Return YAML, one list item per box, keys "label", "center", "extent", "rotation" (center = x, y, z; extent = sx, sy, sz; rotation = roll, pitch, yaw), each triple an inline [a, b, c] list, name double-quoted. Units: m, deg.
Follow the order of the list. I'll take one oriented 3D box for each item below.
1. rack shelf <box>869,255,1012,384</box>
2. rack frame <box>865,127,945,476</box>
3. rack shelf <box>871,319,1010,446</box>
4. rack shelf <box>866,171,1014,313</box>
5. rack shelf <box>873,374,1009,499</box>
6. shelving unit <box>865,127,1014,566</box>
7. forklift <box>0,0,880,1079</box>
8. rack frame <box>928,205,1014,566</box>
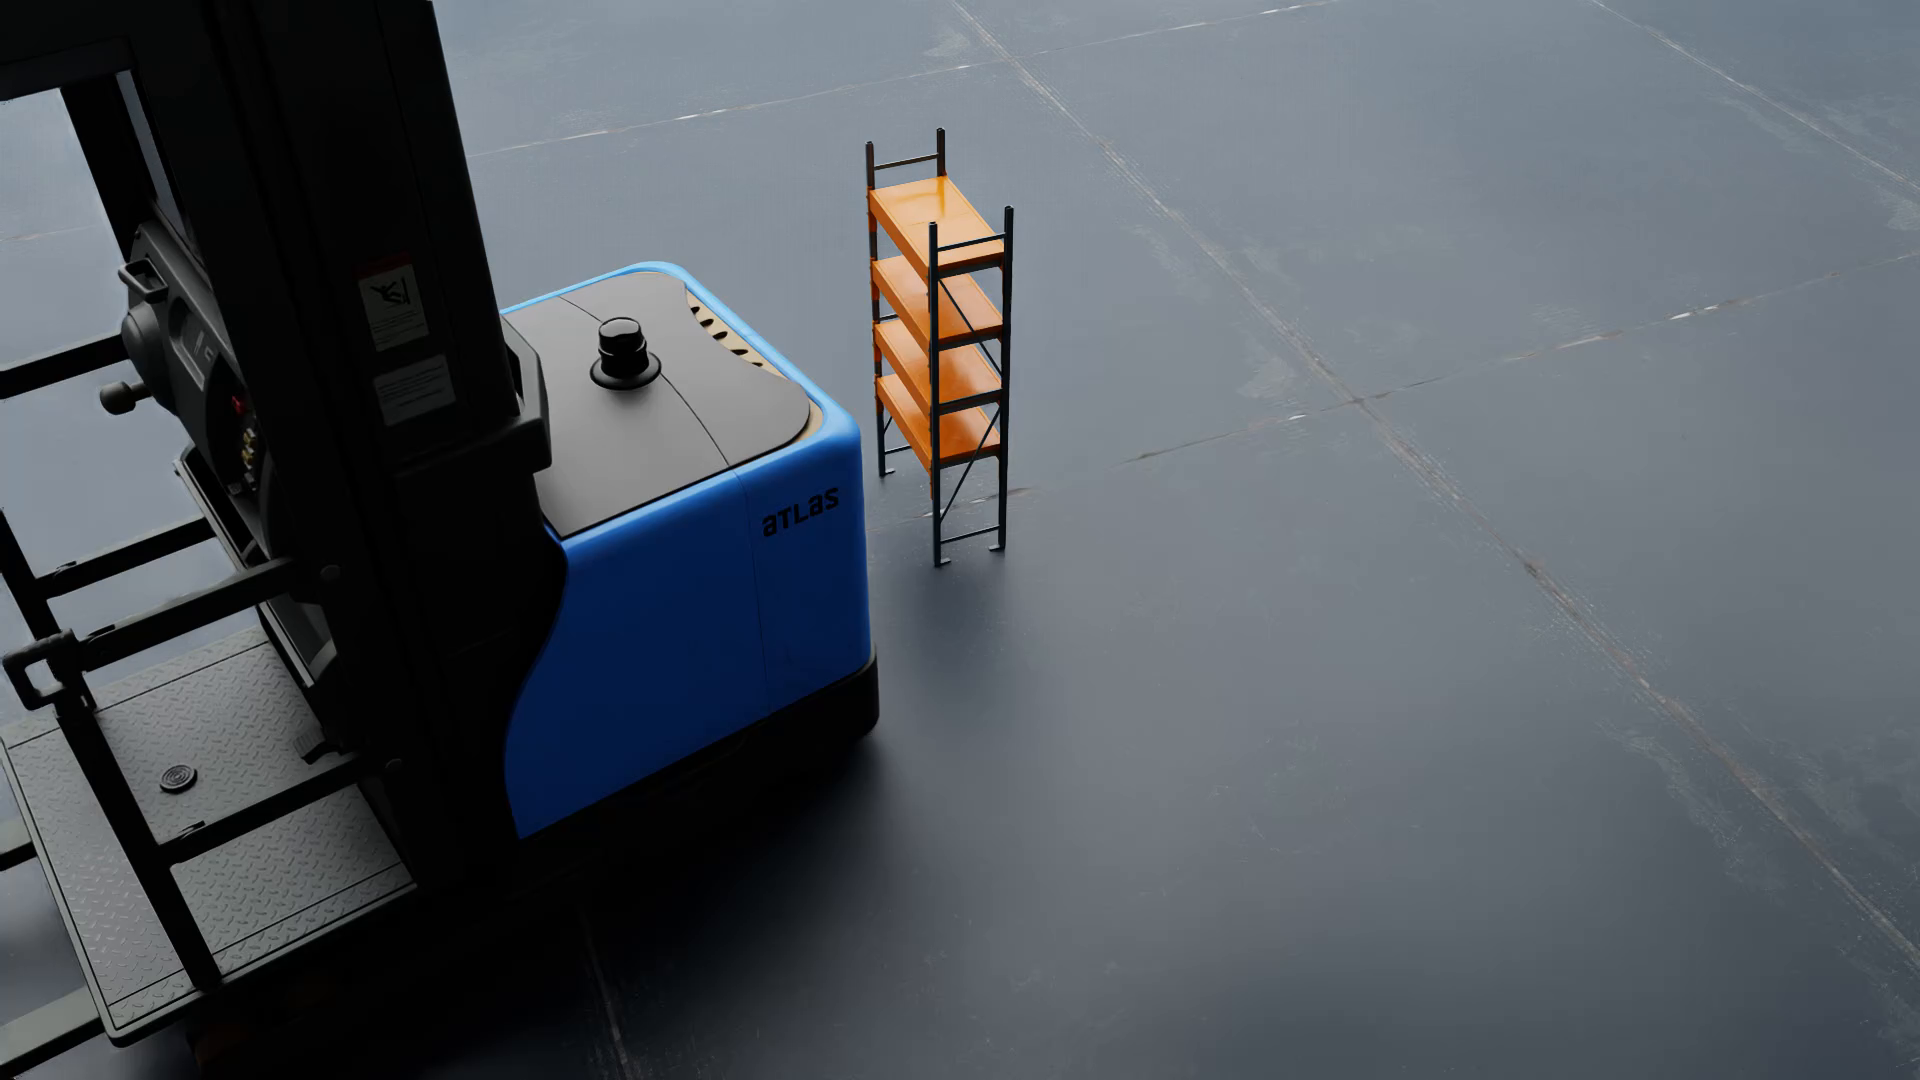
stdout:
- label: "rack shelf"
  center: [-0.063, -0.673, 4.873]
  extent: [0.258, 0.148, 0.480]
  rotation: [-15, 43, -17]
- label: "rack frame"
  center: [-0.157, -0.702, 5.146]
  extent: [0.240, 1.200, 0.015]
  rotation: [-15, 43, -17]
- label: "rack shelf"
  center: [-0.063, -0.504, 5.019]
  extent: [0.258, 0.148, 0.480]
  rotation: [-15, 43, -17]
- label: "rack shelf"
  center: [-0.063, -0.853, 4.719]
  extent: [0.258, 0.148, 0.480]
  rotation: [-15, 43, -17]
- label: "rack shelf"
  center: [-0.063, -0.353, 5.148]
  extent: [0.258, 0.148, 0.480]
  rotation: [-15, 43, -17]
- label: "shelving unit"
  center: [-0.063, -0.555, 4.975]
  extent: [0.258, 1.200, 0.503]
  rotation: [-15, 43, -17]
- label: "forklift"
  center: [-1.712, -0.257, 3.301]
  extent: [3.031, 2.935, 1.130]
  rotation: [-25, 47, -27]
- label: "rack frame"
  center: [0.030, -0.408, 4.804]
  extent: [0.240, 1.200, 0.015]
  rotation: [-15, 43, -17]
